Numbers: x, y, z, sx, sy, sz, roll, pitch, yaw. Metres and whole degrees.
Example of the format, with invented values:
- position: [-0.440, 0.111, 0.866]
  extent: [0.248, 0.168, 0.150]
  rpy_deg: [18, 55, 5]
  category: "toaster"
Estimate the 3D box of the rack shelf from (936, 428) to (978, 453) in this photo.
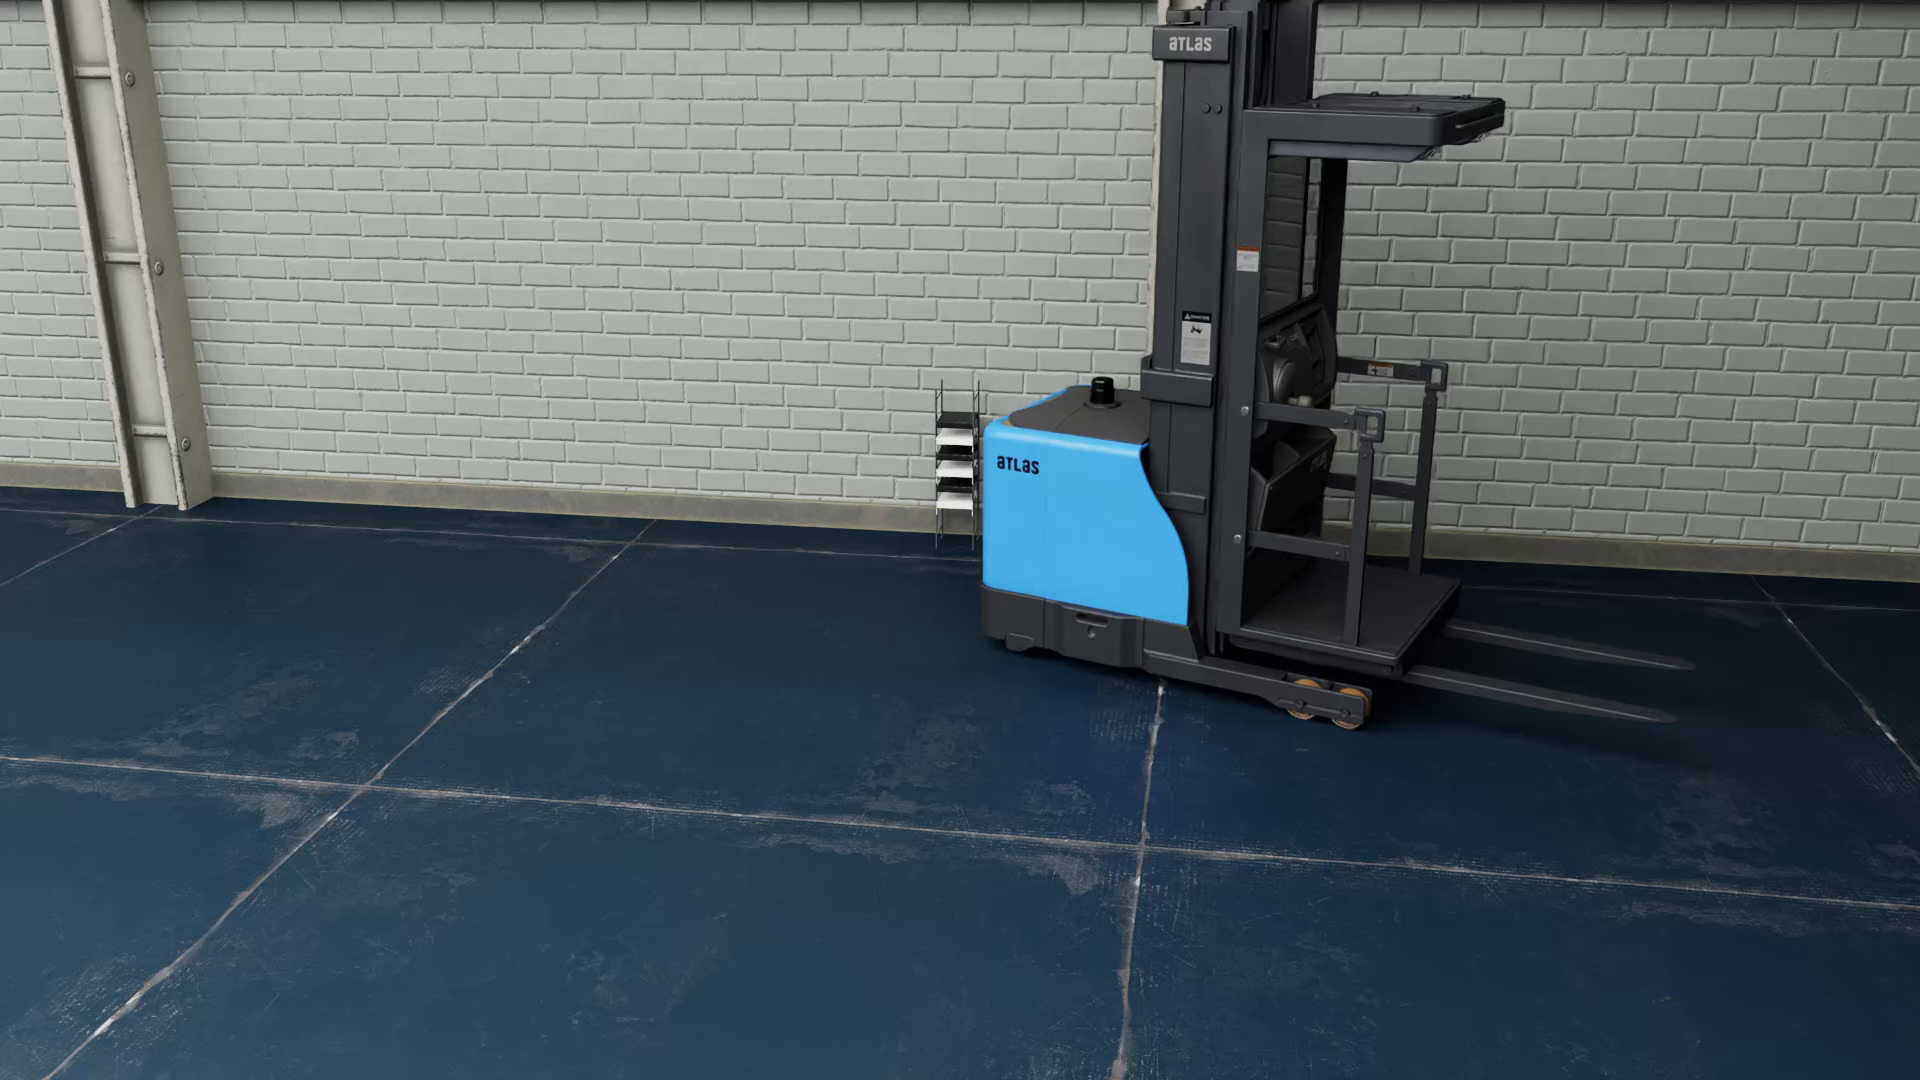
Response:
- position: [-0.013, -0.551, 9.068]
  extent: [0.200, 0.077, 0.258]
  rpy_deg: [3, 19, 7]
  category: "rack shelf"

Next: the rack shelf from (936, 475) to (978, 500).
- position: [-0.013, -0.295, 9.154]
  extent: [0.200, 0.077, 0.258]
  rpy_deg: [3, 19, 7]
  category: "rack shelf"

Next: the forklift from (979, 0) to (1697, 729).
- position: [1.629, -0.794, 7.056]
  extent: [3.031, 2.935, 1.130]
  rpy_deg: [10, 21, 28]
  category: "forklift"

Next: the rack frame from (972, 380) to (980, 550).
- position: [0.088, -0.407, 9.101]
  extent: [0.006, 0.900, 0.240]
  rpy_deg: [3, 19, 7]
  category: "rack frame"

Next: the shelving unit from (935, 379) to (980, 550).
- position: [-0.013, -0.412, 9.115]
  extent: [0.210, 0.900, 0.258]
  rpy_deg: [3, 19, 7]
  category: "shelving unit"

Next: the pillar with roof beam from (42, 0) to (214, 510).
- position: [-5.425, -3.154, 4.547]
  extent: [0.400, 9.000, 9.100]
  rpy_deg: [3, 19, 9]
  category: "pillar with roof beam"

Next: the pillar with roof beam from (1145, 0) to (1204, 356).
- position: [0.499, -2.852, 3.644]
  extent: [0.400, 9.000, 9.100]
  rpy_deg: [3, 19, 9]
  category: "pillar with roof beam"

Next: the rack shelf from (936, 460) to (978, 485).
- position: [-0.013, -0.380, 9.125]
  extent: [0.200, 0.077, 0.258]
  rpy_deg: [3, 19, 7]
  category: "rack shelf"

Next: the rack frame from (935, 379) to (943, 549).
- position: [-0.114, -0.416, 9.128]
  extent: [0.006, 0.900, 0.240]
  rpy_deg: [3, 19, 7]
  category: "rack frame"

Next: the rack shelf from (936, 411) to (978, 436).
- position: [-0.013, -0.636, 9.039]
  extent: [0.200, 0.077, 0.258]
  rpy_deg: [3, 19, 7]
  category: "rack shelf"

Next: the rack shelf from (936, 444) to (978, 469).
- position: [-0.013, -0.465, 9.097]
  extent: [0.200, 0.077, 0.258]
  rpy_deg: [3, 19, 7]
  category: "rack shelf"

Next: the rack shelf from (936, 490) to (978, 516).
- position: [-0.013, -0.209, 9.183]
  extent: [0.200, 0.077, 0.258]
  rpy_deg: [3, 19, 7]
  category: "rack shelf"
